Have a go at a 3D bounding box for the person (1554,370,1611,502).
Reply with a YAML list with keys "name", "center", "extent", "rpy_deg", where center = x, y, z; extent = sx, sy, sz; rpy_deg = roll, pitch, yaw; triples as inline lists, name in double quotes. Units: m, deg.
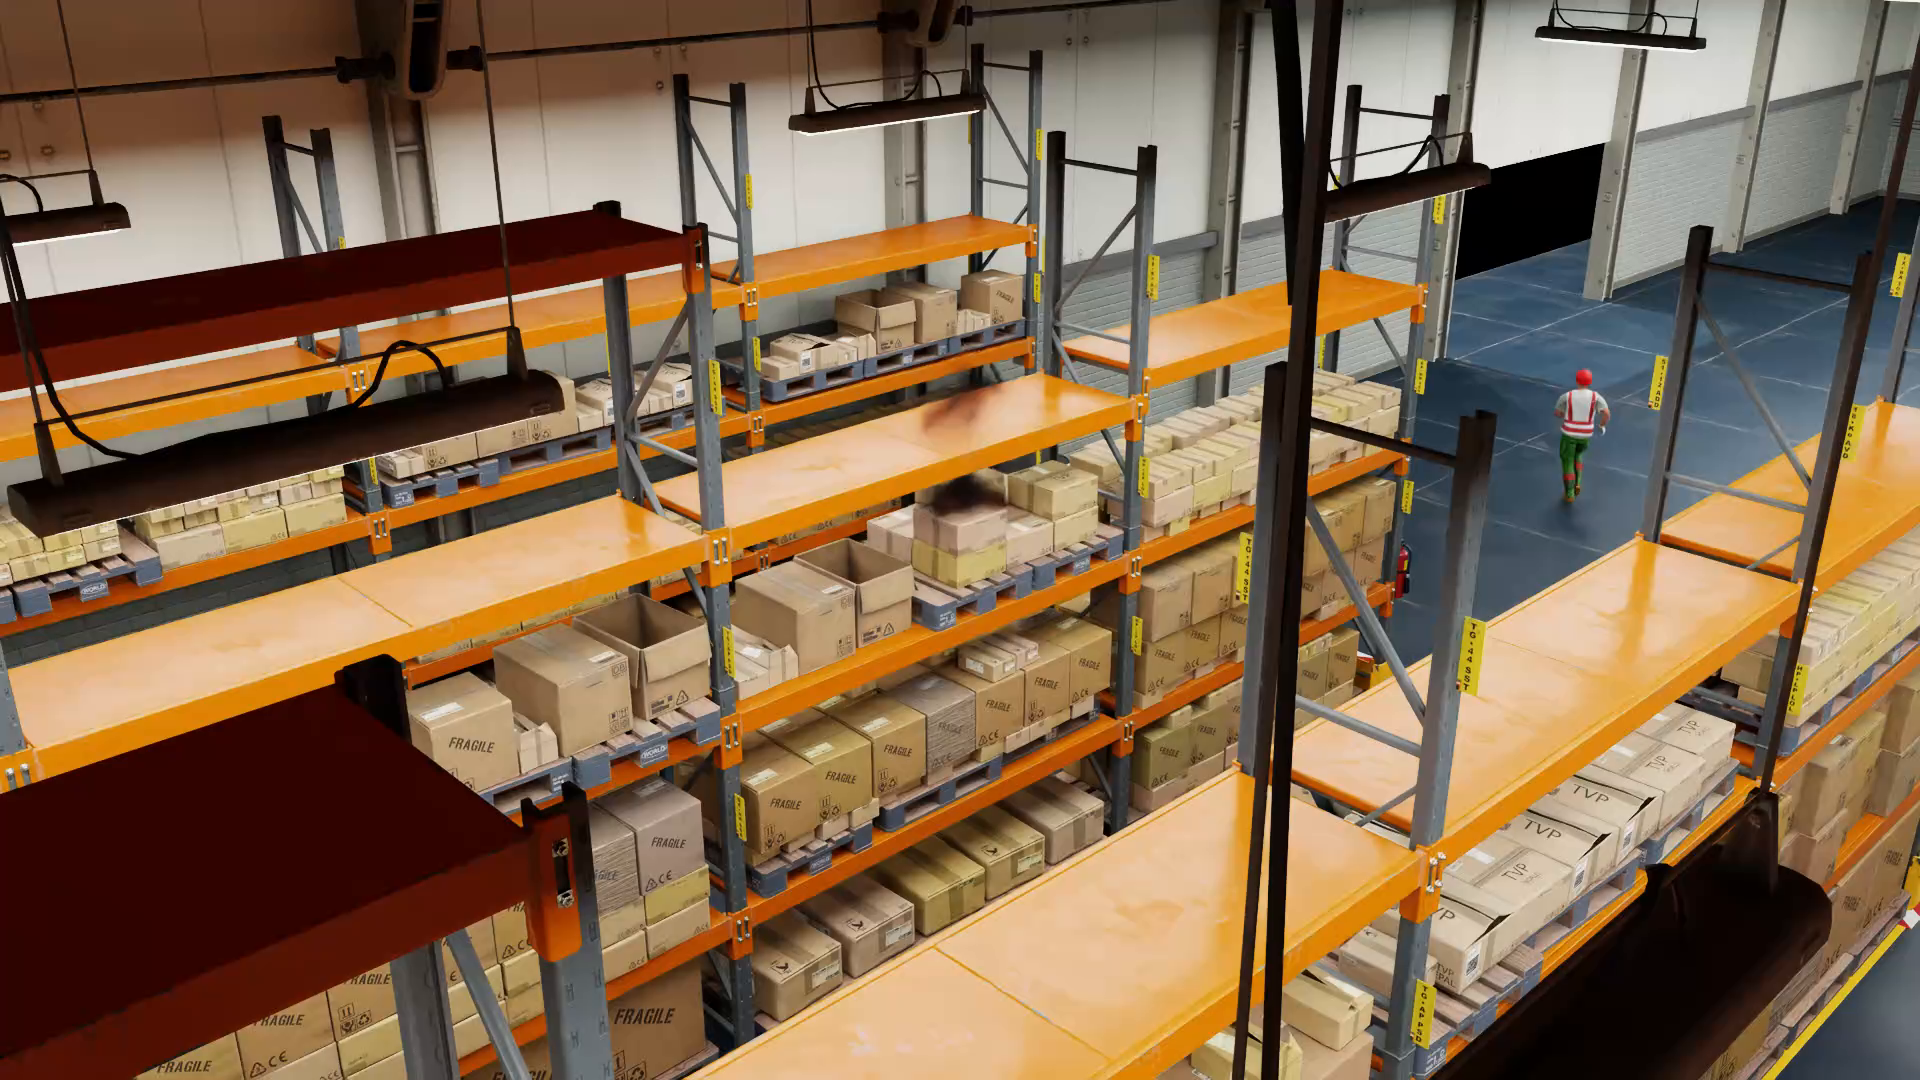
- name: "person"
  center: [8.104, -1.377, 21.851]
  extent: [0.641, 1.817, 0.735]
  rpy_deg: [2, 23, 5]
